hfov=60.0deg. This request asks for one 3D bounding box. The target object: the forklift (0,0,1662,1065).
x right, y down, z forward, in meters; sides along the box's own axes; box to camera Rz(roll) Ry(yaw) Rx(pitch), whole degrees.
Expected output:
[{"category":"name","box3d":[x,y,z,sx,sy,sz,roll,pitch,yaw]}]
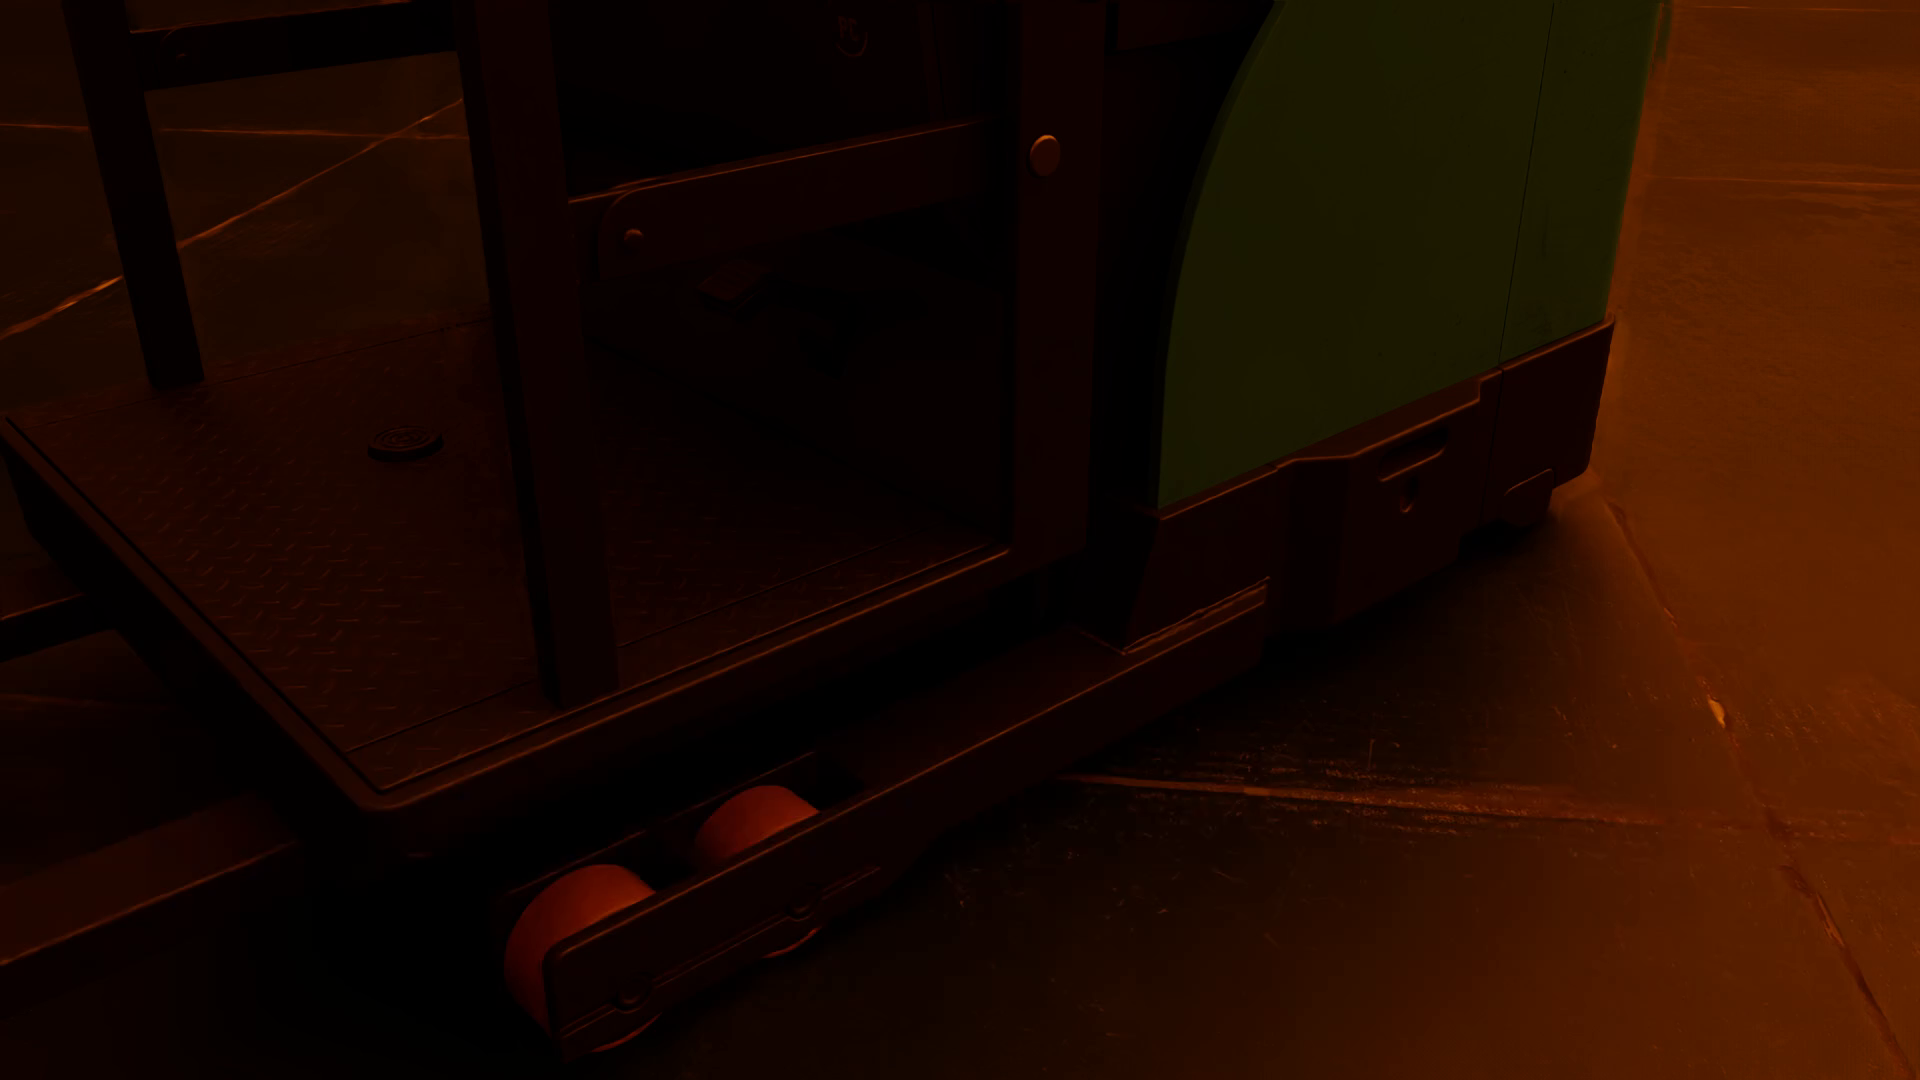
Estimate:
[{"category":"forklift","box3d":[-0.457,-1.101,1.424,3.031,2.935,1.130,-22,34,-37]}]
